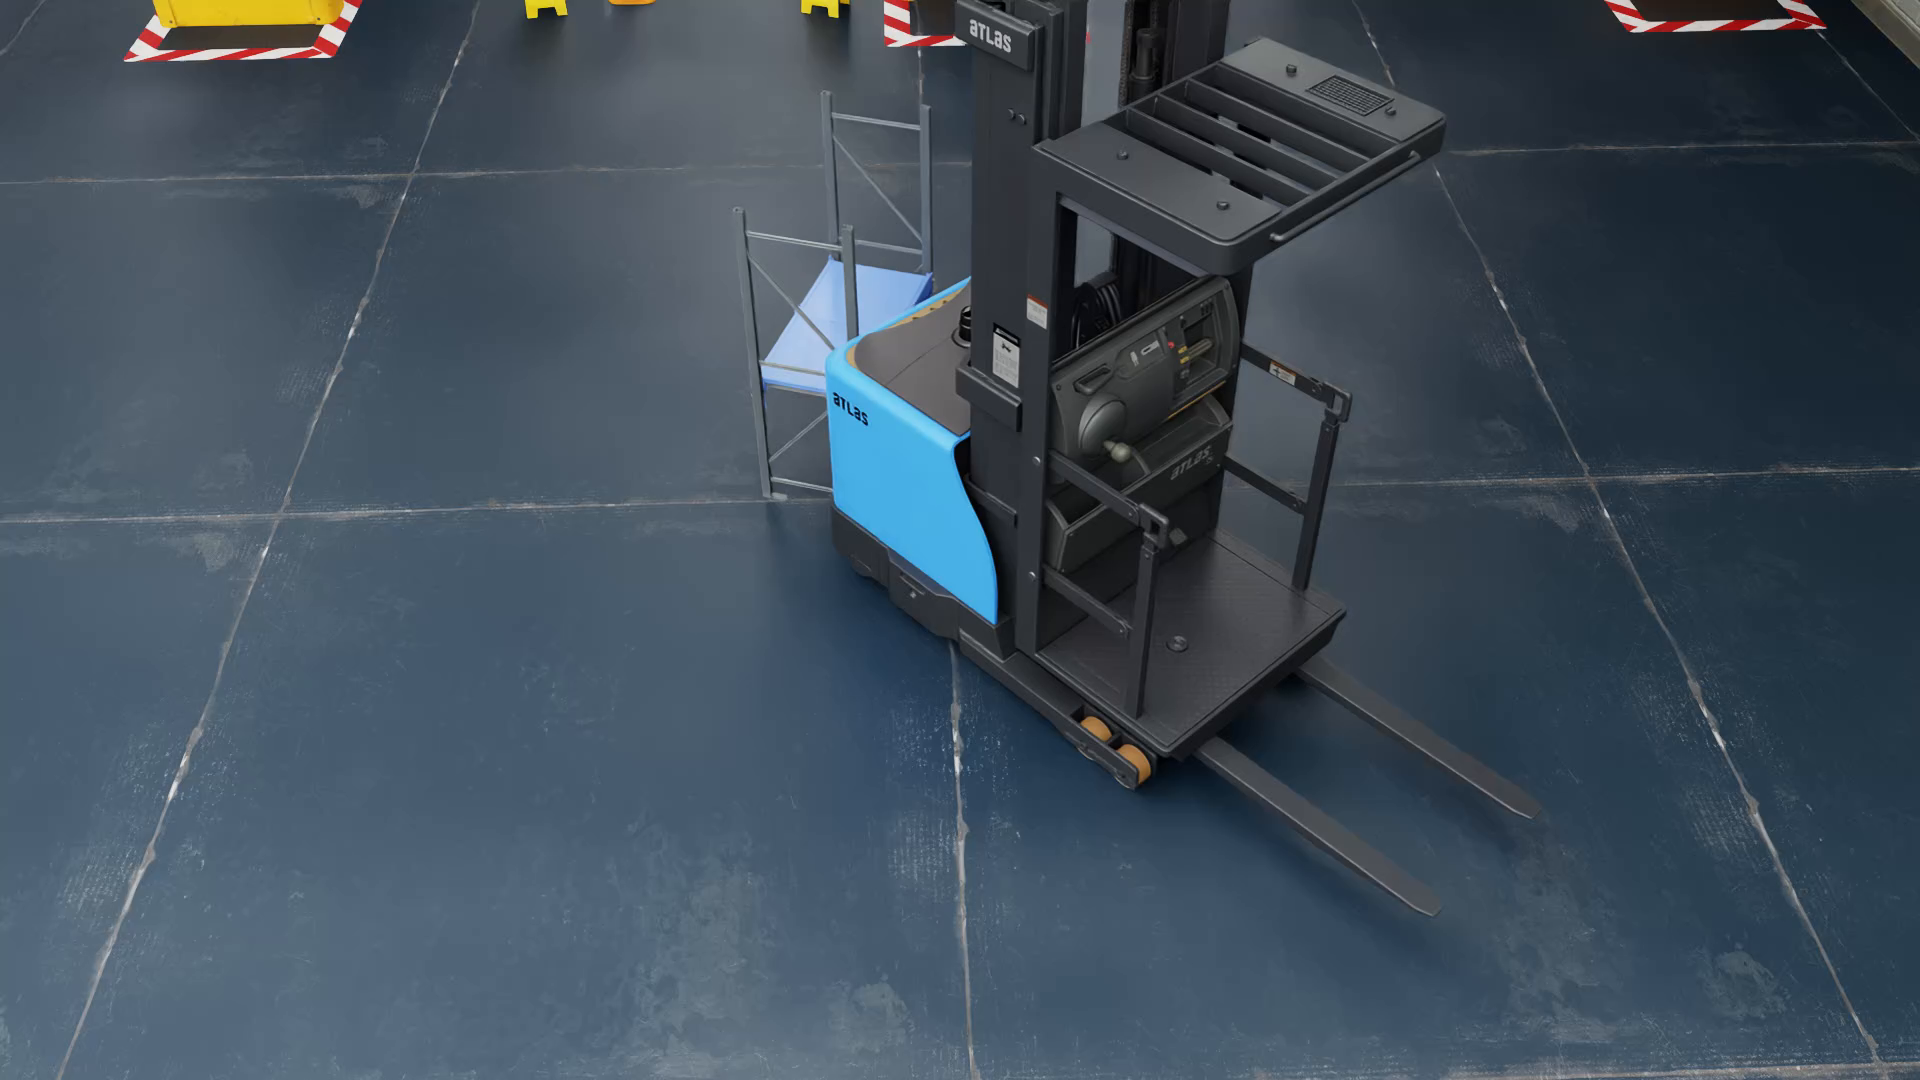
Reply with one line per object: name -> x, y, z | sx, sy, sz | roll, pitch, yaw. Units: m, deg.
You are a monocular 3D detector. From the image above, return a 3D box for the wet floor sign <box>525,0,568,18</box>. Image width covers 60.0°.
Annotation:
wet floor sign -> -2.819, -3.858, 11.131 | 0.267, 0.644, 0.232 | -8, 43, -9

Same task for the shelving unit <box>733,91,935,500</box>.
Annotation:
shelving unit -> -0.515, -1.046, 7.430 | 0.538, 1.500, 1.048 | 11, 44, 12

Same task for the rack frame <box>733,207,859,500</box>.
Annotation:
rack frame -> -0.660, -0.716, 7.071 | 0.500, 1.500, 0.032 | 11, 44, 12

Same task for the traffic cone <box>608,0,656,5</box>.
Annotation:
traffic cone -> -2.258, -3.956, 11.373 | 0.336, 0.463, 0.334 | -2, 43, -2

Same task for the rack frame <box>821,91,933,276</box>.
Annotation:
rack frame -> -0.371, -1.375, 7.790 | 0.500, 1.500, 0.032 | 11, 44, 12

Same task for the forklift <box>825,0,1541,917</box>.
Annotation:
forklift -> 0.819, -0.529, 5.808 | 1.130, 2.935, 3.031 | -33, 52, -30

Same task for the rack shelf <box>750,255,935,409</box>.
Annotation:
rack shelf -> -0.515, -0.913, 7.552 | 0.538, 0.185, 1.000 | 11, 44, 12

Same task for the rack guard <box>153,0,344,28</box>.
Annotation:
rack guard -> -4.797, -3.751, 11.122 | 1.175, 0.500, 0.348 | -2, 43, -2

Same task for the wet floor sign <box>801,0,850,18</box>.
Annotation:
wet floor sign -> -0.918, -3.872, 11.147 | 0.267, 0.644, 0.232 | 12, 44, 13
